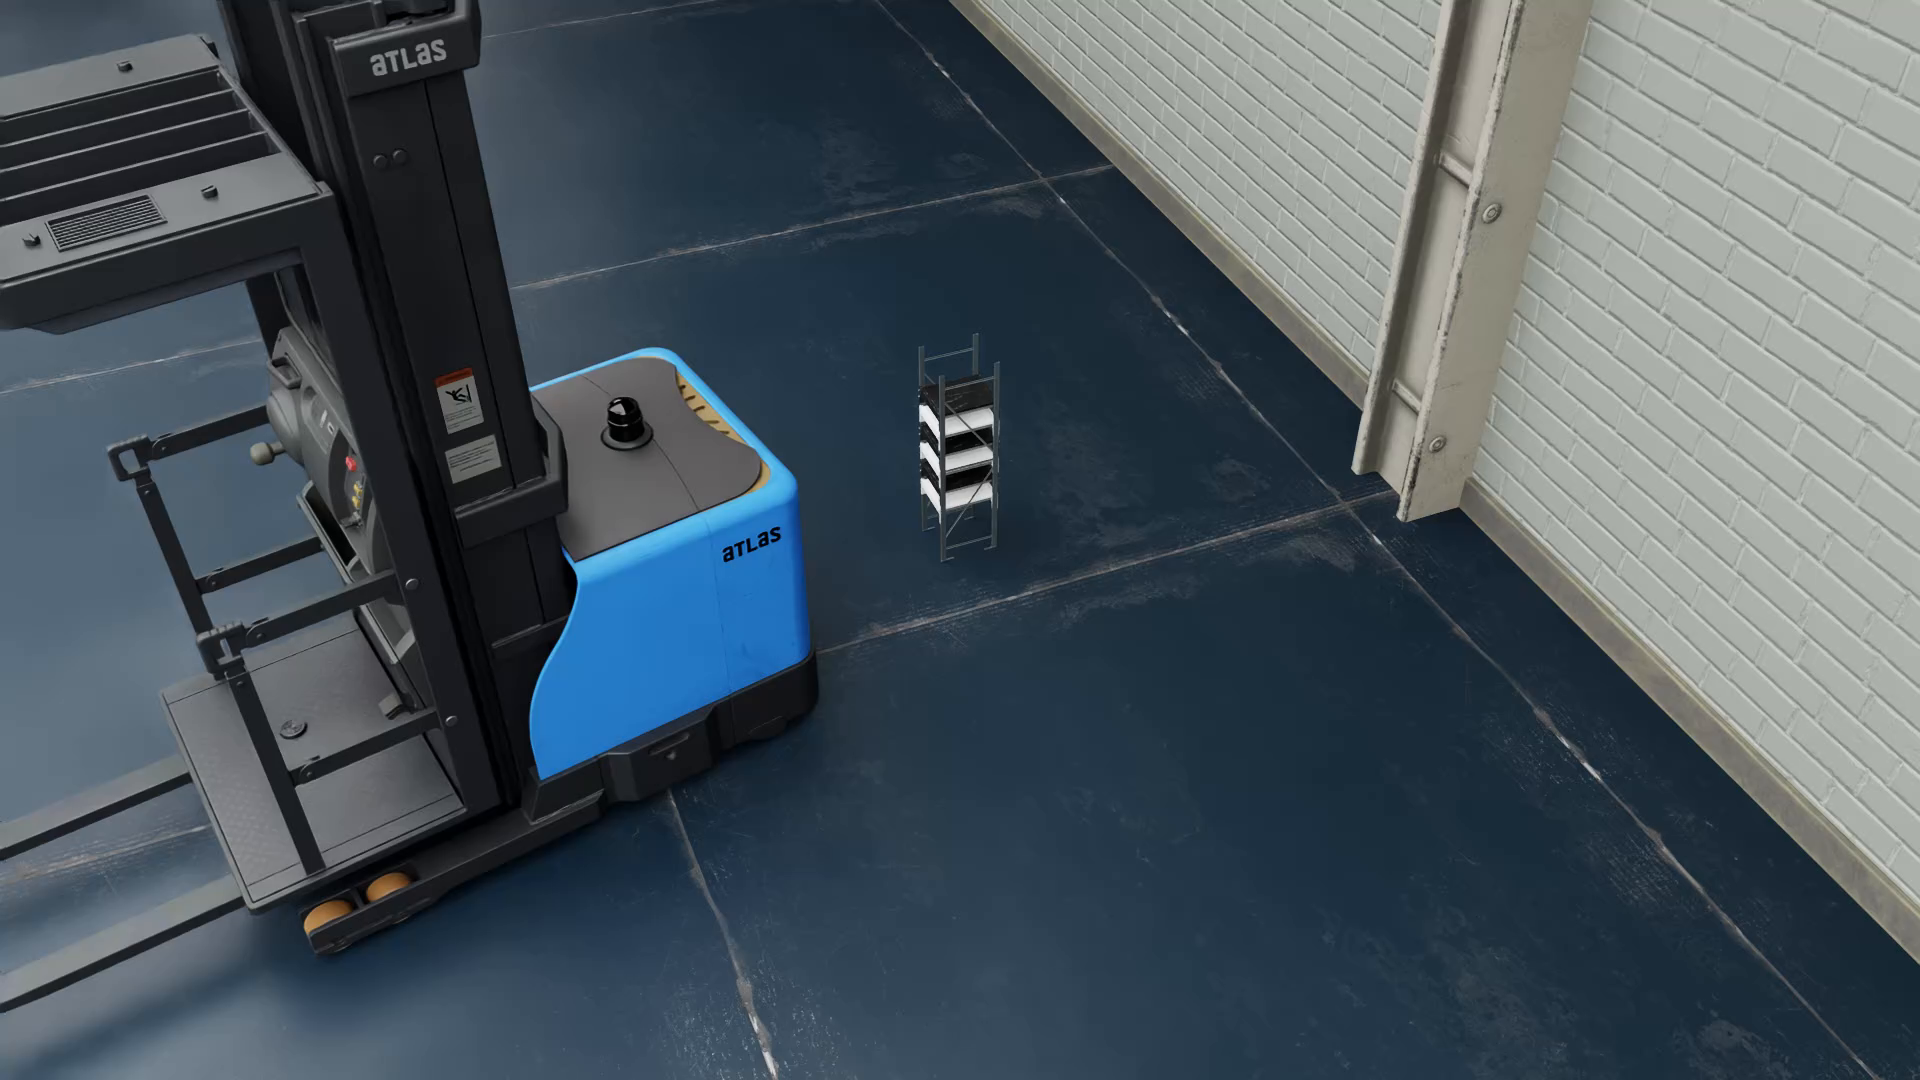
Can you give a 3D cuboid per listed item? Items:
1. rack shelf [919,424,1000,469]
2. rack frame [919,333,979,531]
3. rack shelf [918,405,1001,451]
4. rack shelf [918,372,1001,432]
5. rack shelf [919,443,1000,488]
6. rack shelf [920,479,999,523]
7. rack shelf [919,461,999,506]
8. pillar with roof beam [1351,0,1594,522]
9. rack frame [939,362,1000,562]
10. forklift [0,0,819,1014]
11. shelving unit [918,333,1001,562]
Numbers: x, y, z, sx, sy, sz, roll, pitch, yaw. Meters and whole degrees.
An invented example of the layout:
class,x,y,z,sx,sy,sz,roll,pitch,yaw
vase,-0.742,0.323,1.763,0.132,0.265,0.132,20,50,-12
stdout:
class,x,y,z,sx,sy,sz,roll,pitch,yaw
rack shelf,-0.003,-0.389,6.425,0.258,0.077,0.200,-15,43,-17
rack frame,-0.042,-0.407,6.534,0.240,0.900,0.006,-15,43,-17
rack shelf,-0.003,-0.457,6.367,0.258,0.077,0.200,-15,43,-17
rack shelf,-0.003,-0.526,6.308,0.258,0.077,0.200,-15,43,-17
rack shelf,-0.003,-0.321,6.484,0.258,0.077,0.200,-15,43,-17
rack shelf,-0.003,-0.184,6.601,0.258,0.077,0.200,-15,43,-17
rack shelf,-0.003,-0.253,6.543,0.258,0.077,0.200,-15,43,-17
pillar with roof beam,-2.090,-2.567,2.833,9.100,9.000,0.400,-15,43,-17
rack frame,0.036,-0.285,6.391,0.240,0.900,0.006,-15,43,-17
forklift,-2.015,-0.209,4.745,3.031,2.935,1.130,-24,46,-25
shelving unit,-0.003,-0.346,6.462,0.258,0.900,0.210,-15,43,-17
